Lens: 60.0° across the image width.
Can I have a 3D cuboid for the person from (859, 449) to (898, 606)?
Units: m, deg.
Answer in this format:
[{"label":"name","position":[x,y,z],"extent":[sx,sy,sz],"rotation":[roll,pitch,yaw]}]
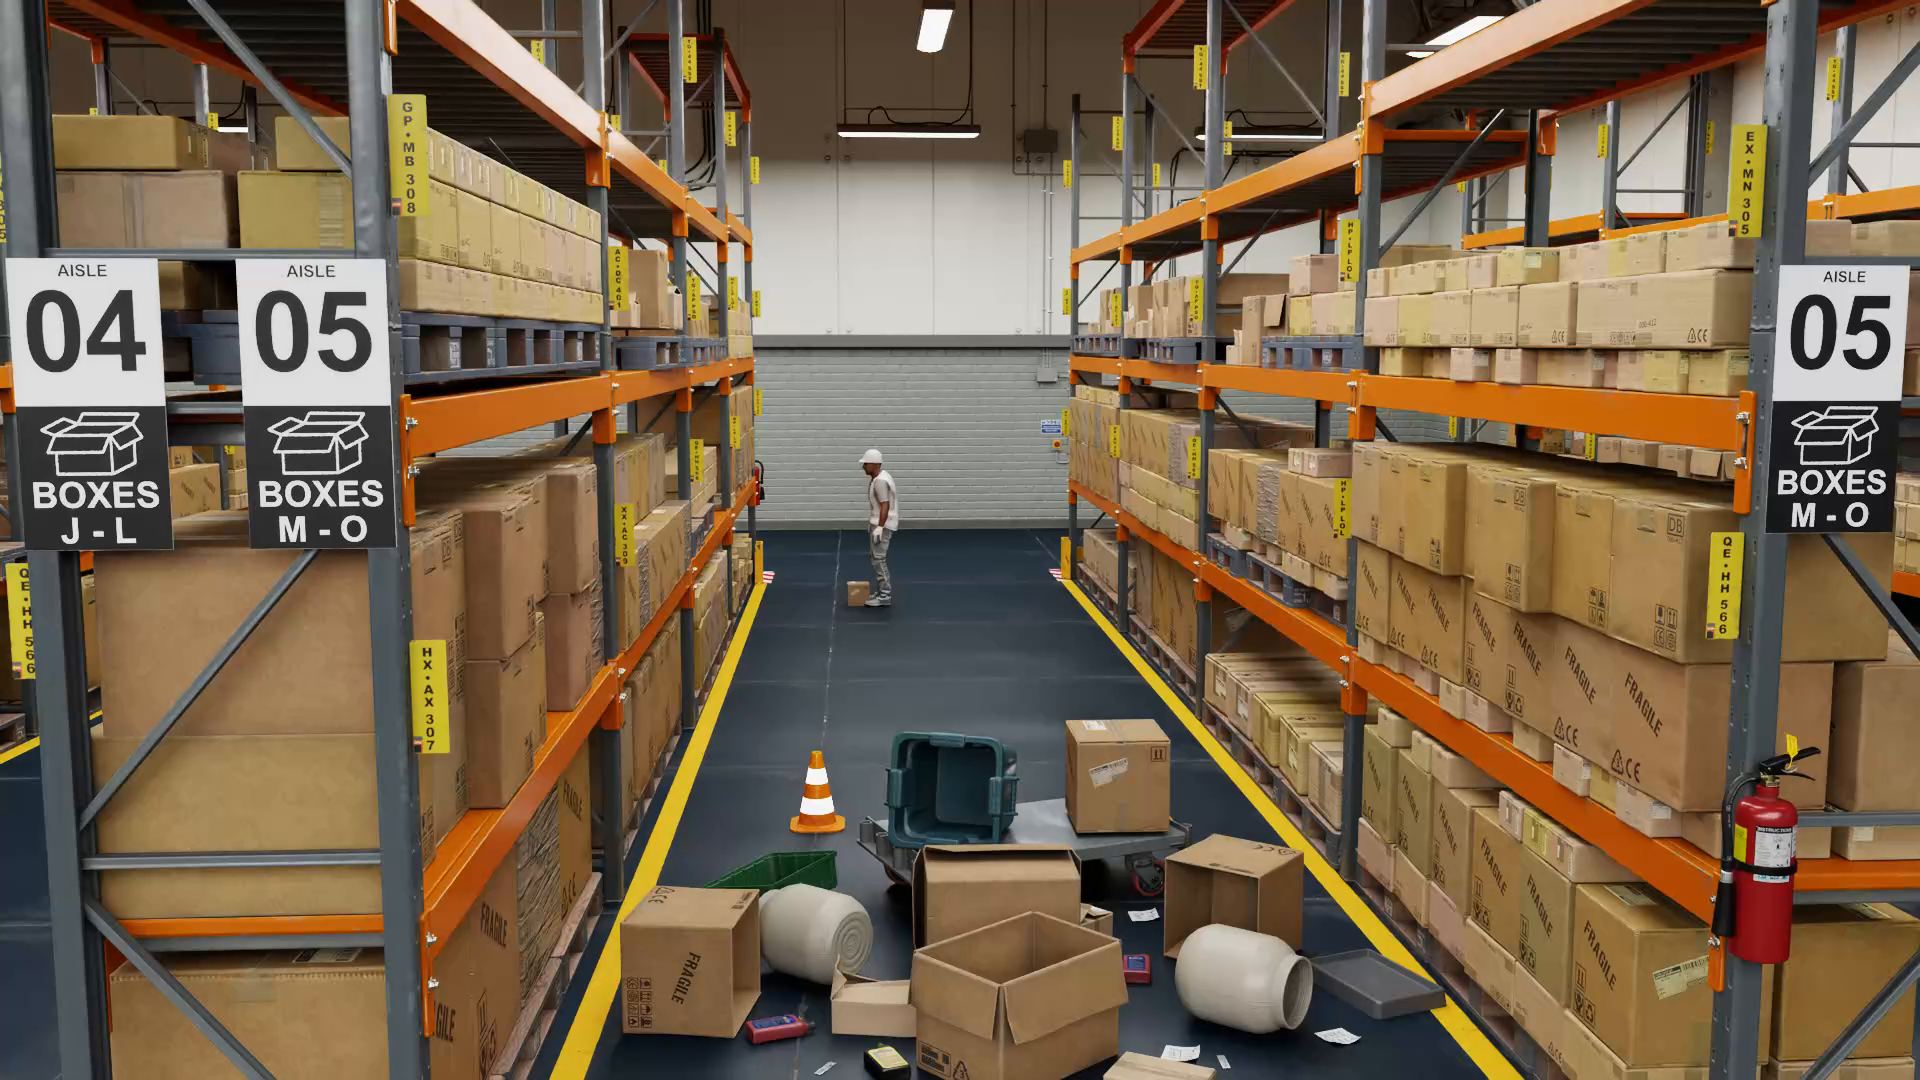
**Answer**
[{"label":"person","position":[-0.927,-0.143,18.895],"extent":[0.444,1.774,0.629],"rotation":[-1,7,-7]}]
